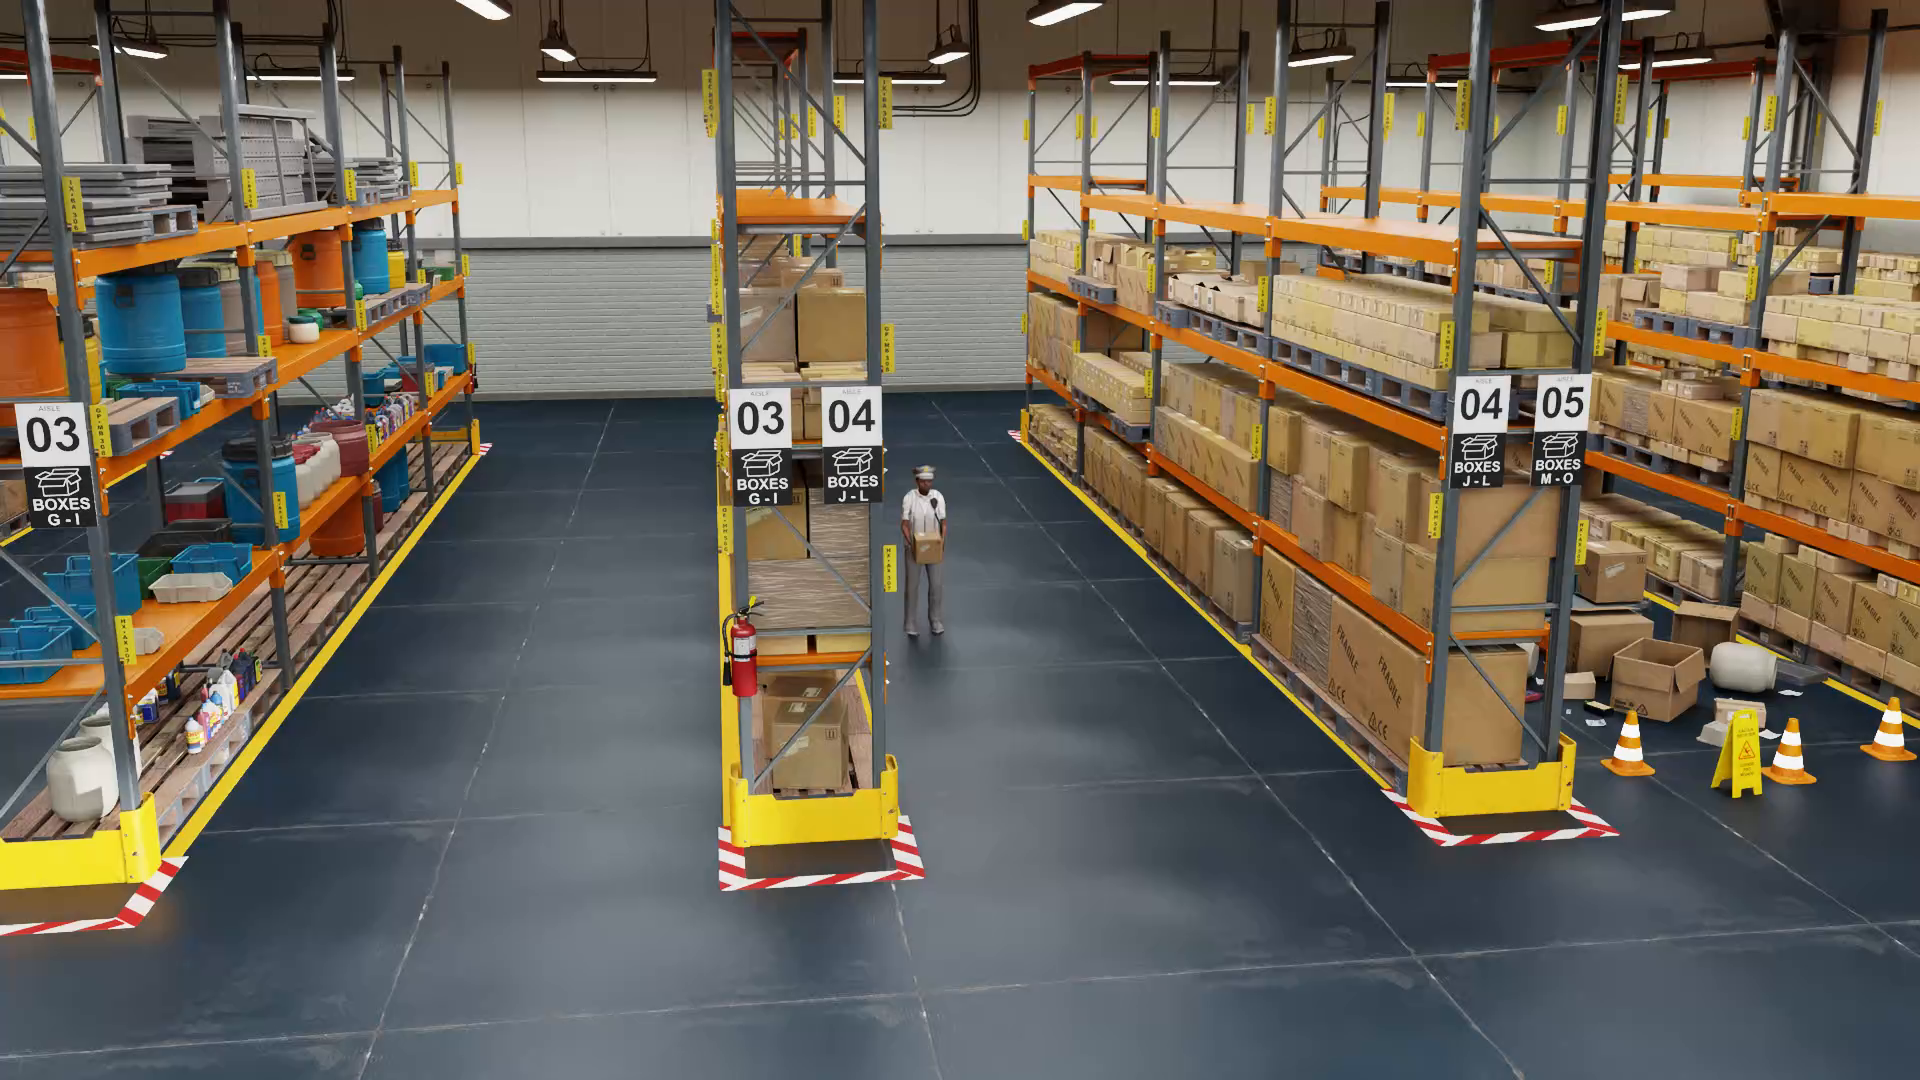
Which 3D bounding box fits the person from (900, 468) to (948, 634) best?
[{"bbox_3d":[-0.357,0.103,16.550,0.494,1.659,0.295,-2,13,-10],"label":"person"}]
